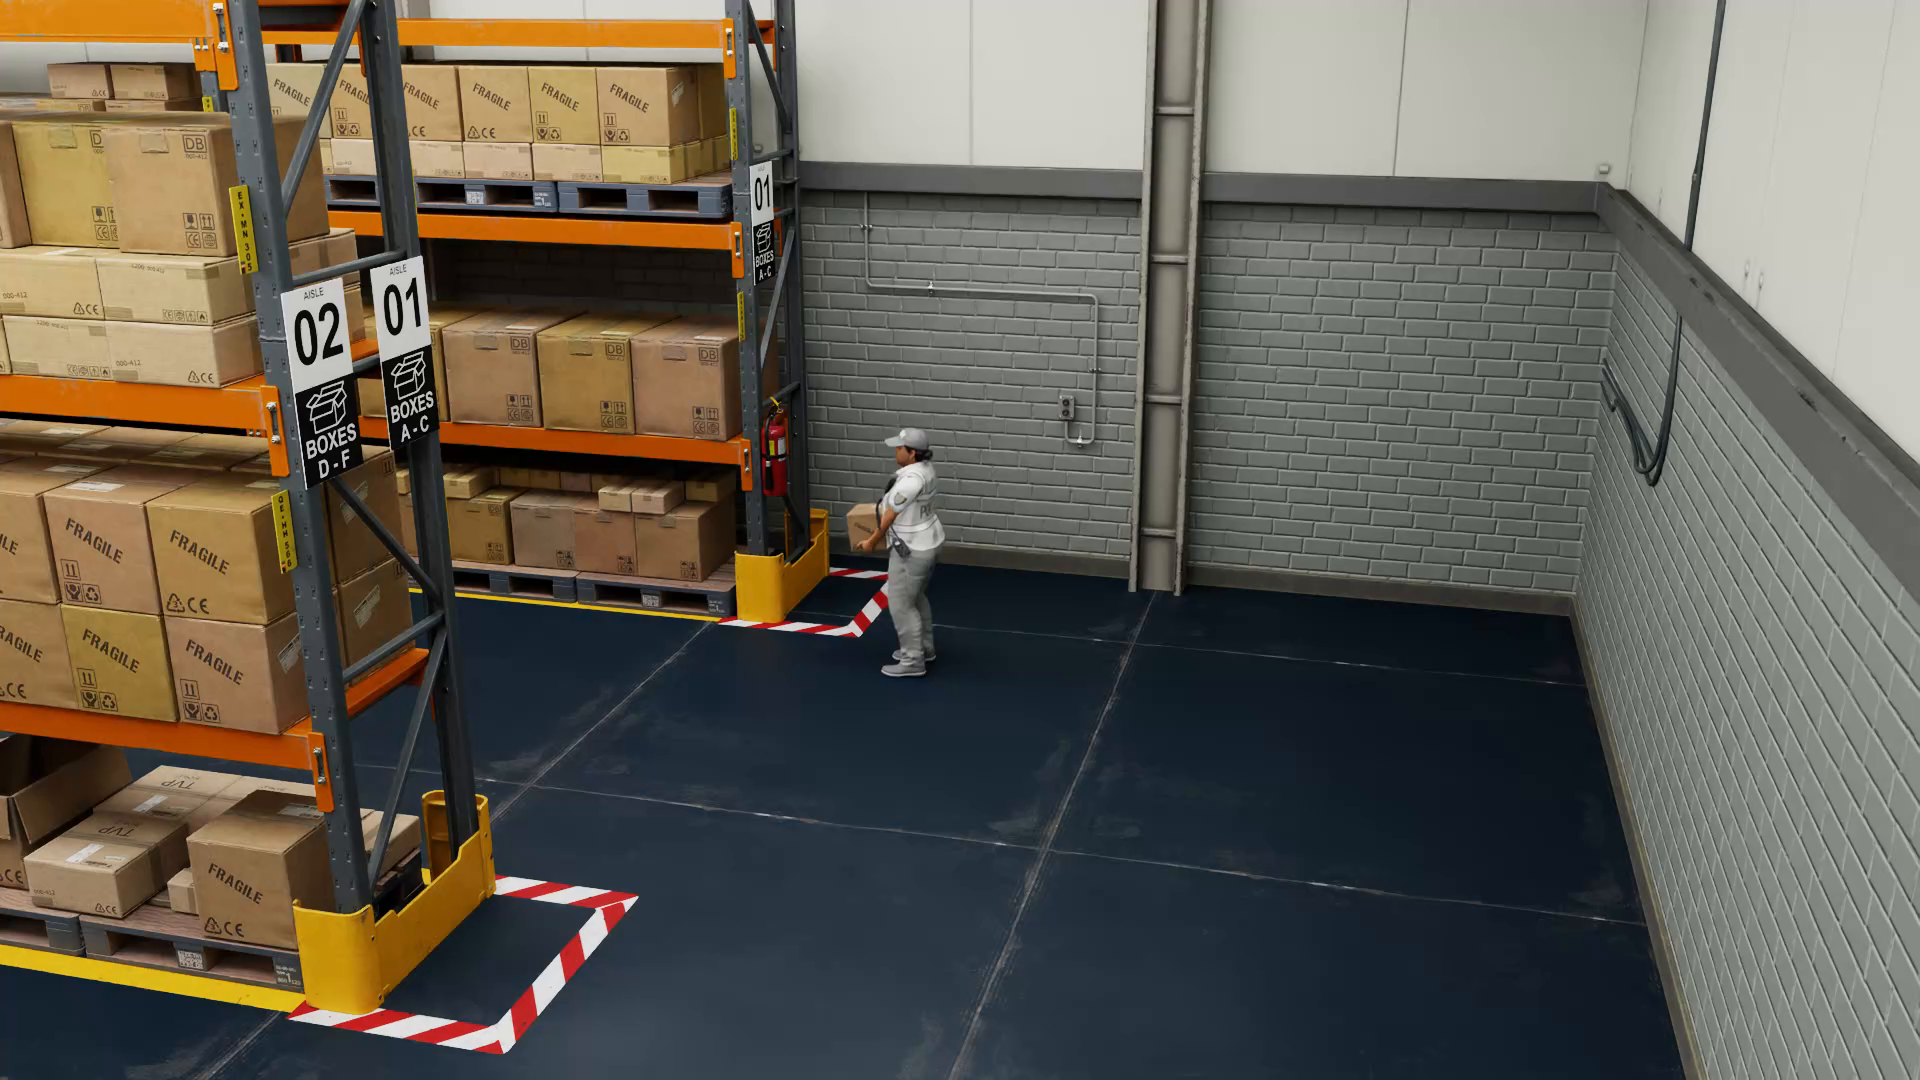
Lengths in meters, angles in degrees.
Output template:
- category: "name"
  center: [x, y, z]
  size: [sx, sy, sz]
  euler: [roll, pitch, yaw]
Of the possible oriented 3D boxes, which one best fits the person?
- category: "person"
  center: [-0.383, 0.065, 10.875]
  size: [0.542, 1.663, 0.452]
  euler: [4, 19, 13]
